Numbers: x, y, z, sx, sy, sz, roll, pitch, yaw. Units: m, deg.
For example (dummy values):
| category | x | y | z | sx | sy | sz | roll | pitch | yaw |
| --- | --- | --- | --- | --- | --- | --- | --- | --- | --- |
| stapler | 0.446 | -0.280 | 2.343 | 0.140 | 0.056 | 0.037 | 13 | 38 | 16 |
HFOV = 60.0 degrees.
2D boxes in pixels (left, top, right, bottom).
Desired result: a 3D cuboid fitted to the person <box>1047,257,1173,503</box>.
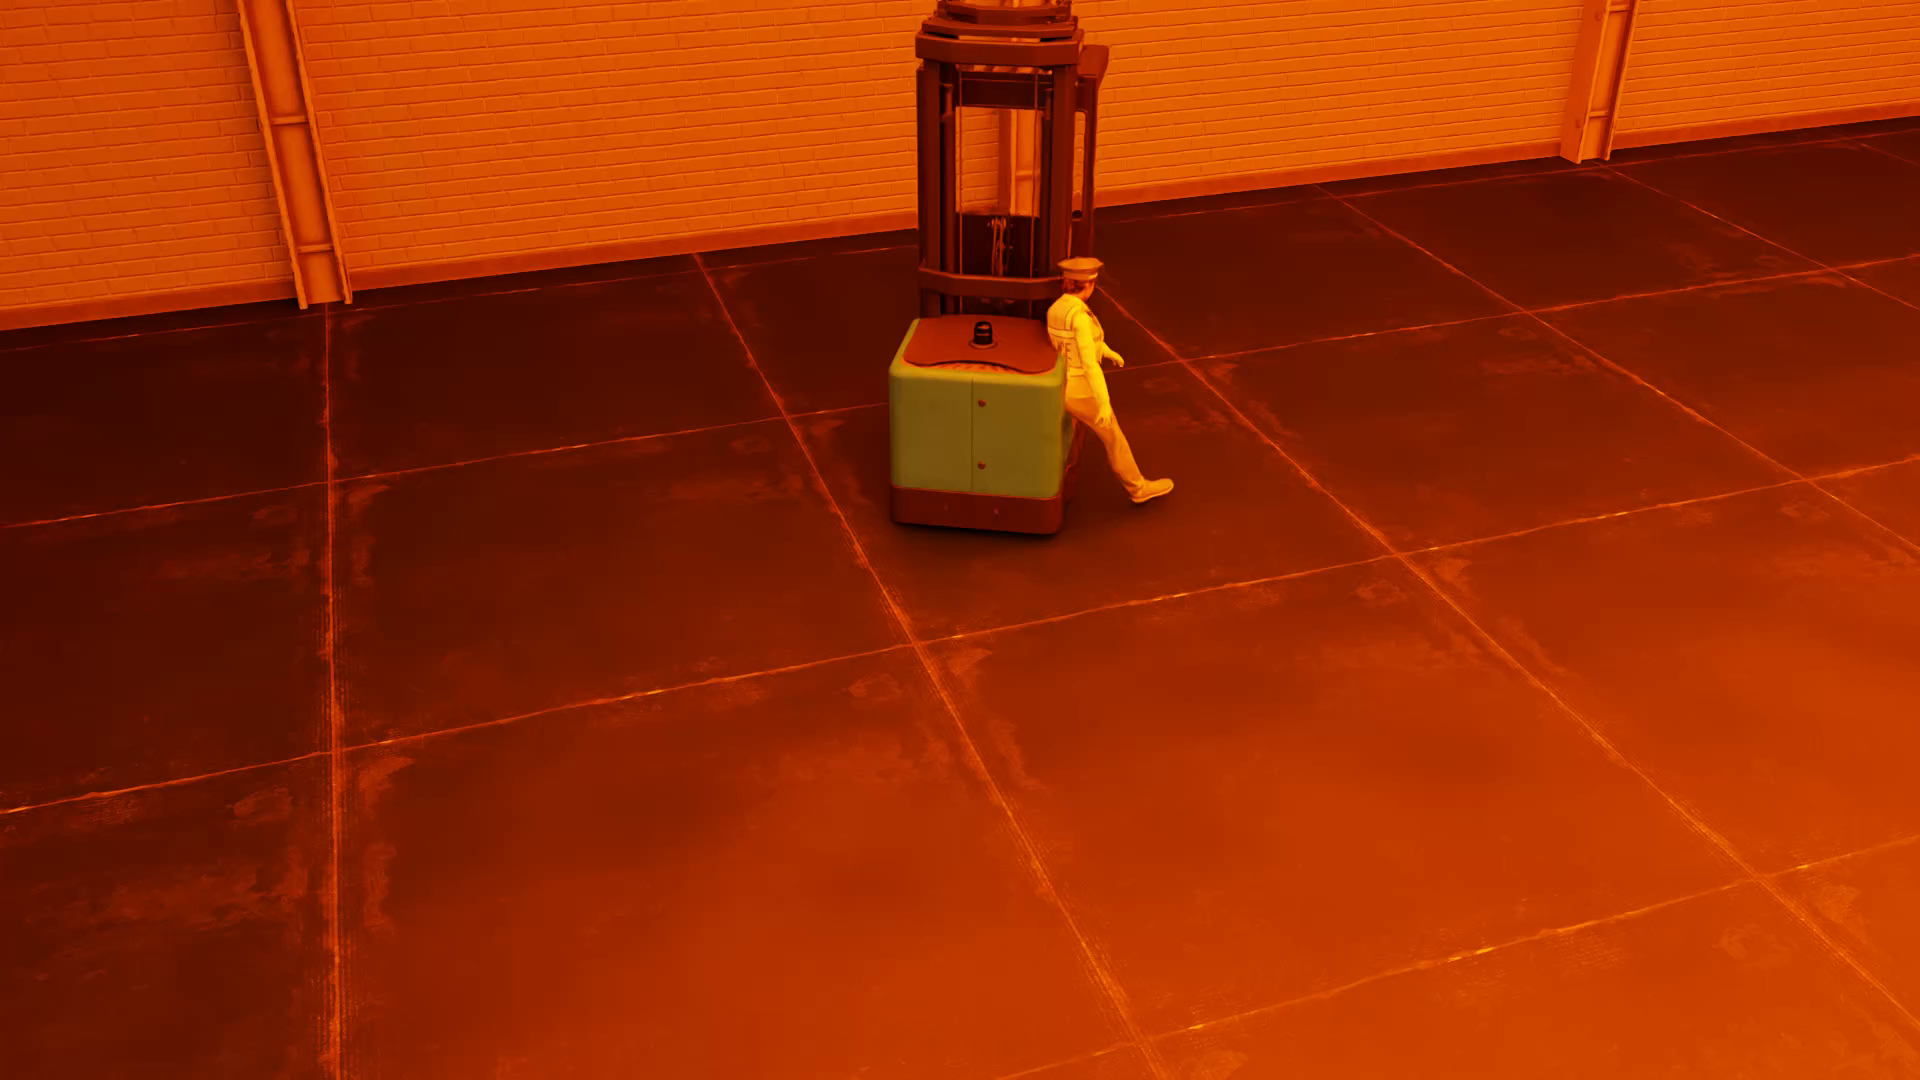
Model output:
| category | x | y | z | sx | sy | sz | roll | pitch | yaw |
| --- | --- | --- | --- | --- | --- | --- | --- | --- | --- |
| person | 0.823 | -0.959 | 10.081 | 0.879 | 1.557 | 0.772 | -15 | 33 | -25 |

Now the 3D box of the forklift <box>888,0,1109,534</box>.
| category | x | y | z | sx | sy | sz | roll | pitch | yaw |
| --- | --- | --- | --- | --- | --- | --- | --- | --- | --- |
| forklift | 0.323 | -2.021 | 10.599 | 1.130 | 2.935 | 3.031 | 5 | 30 | 8 |
